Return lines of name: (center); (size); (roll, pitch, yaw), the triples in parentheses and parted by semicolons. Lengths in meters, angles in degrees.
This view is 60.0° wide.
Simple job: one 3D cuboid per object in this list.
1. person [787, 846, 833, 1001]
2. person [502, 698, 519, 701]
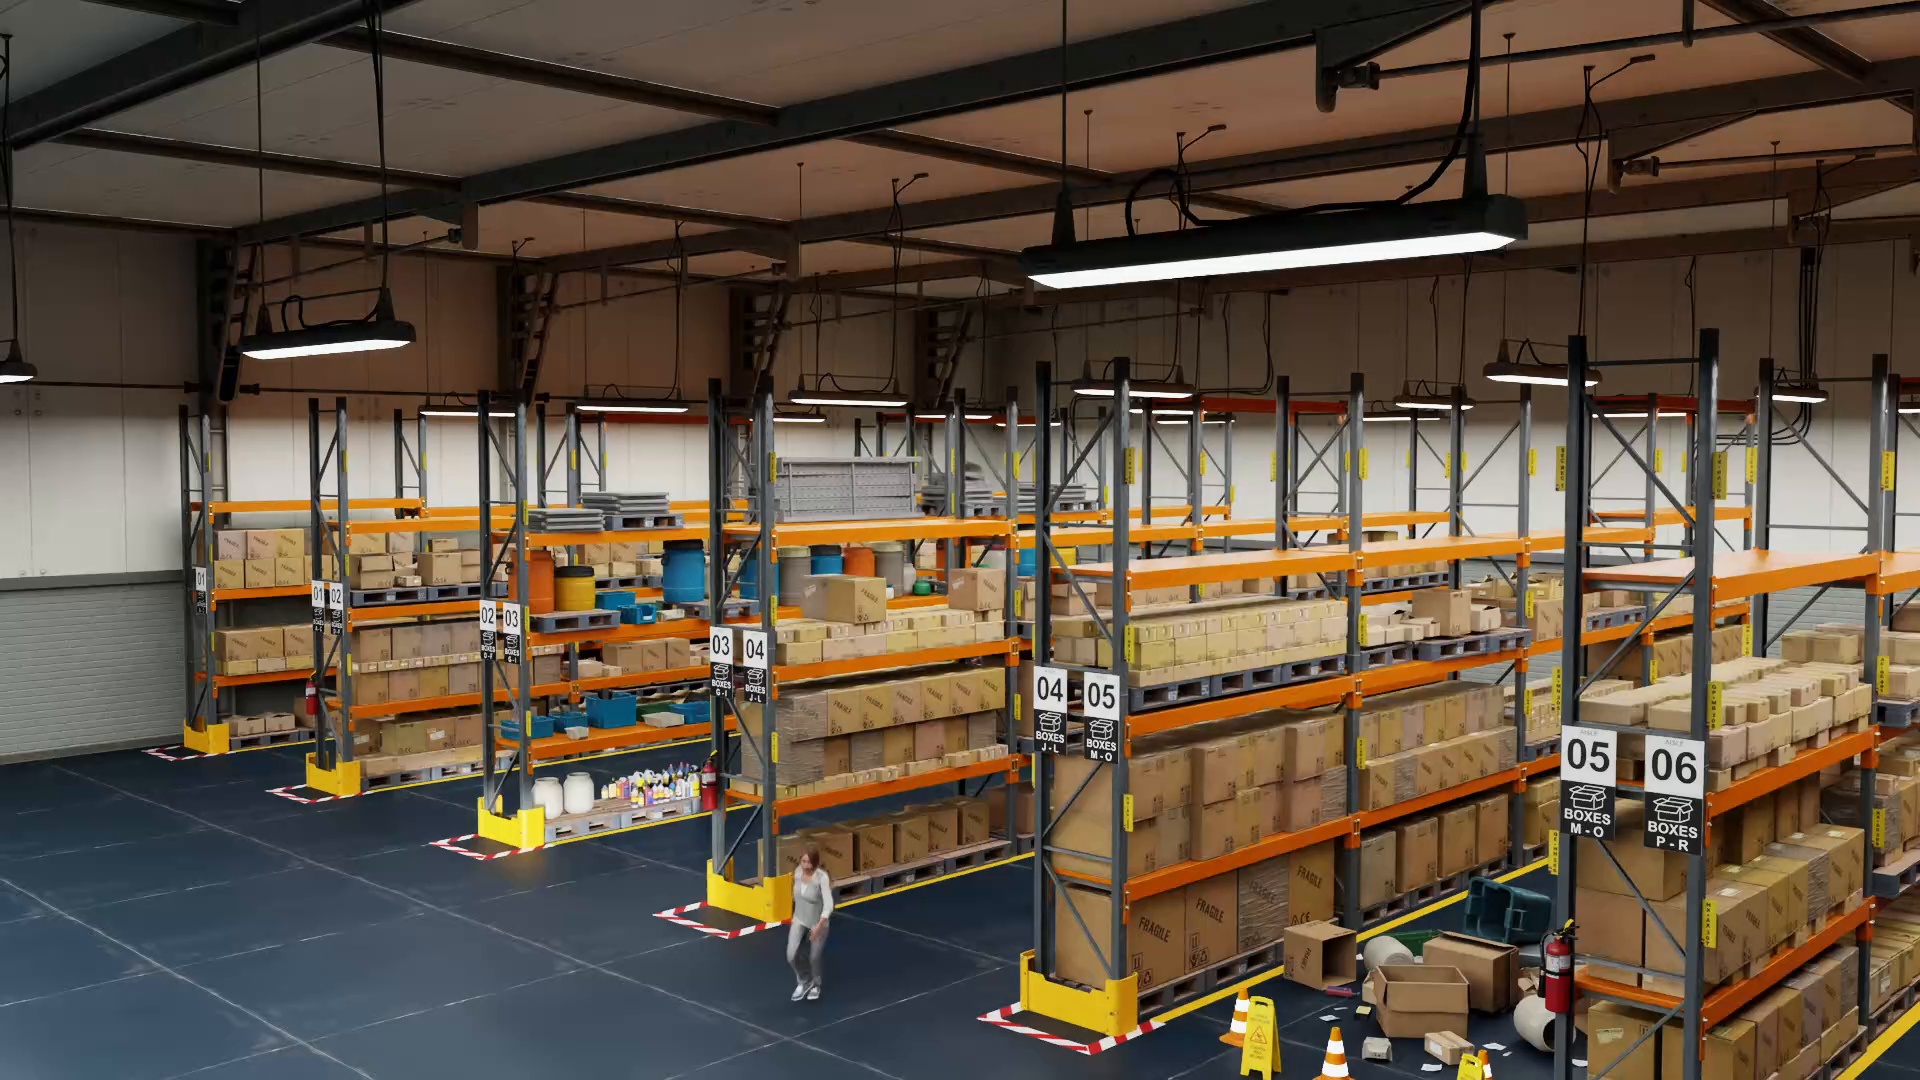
person: (-1.357, 3.573, 15.442); (0.462, 1.534, 0.750); (1, 3, 15)
person: (-8.296, 2.716, 30.729); (0.734, 1.682, 0.553); (1, 3, 21)
